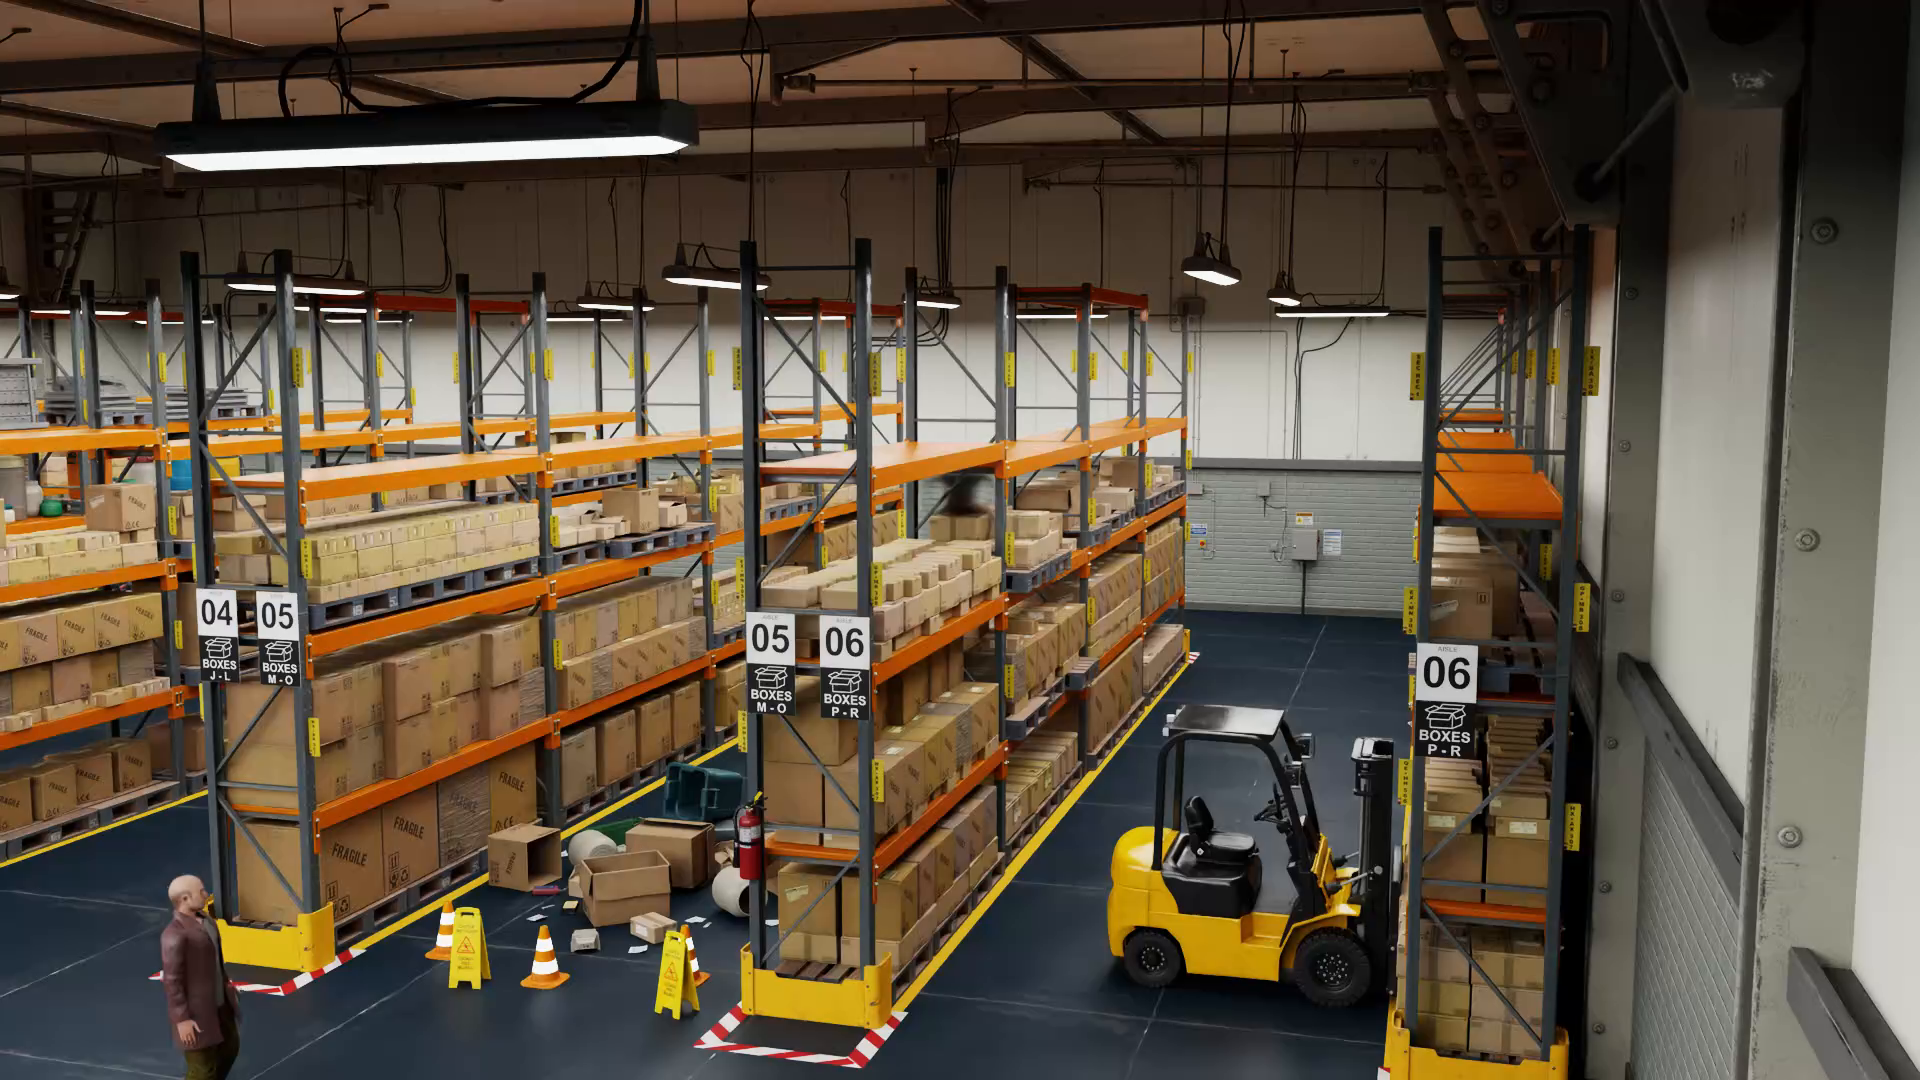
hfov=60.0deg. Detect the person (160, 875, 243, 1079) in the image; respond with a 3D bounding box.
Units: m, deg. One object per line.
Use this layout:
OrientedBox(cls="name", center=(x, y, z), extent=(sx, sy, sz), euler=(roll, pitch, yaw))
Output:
OrientedBox(cls="person", center=(-5.003, 3.078, 10.960), extent=(0.596, 1.799, 0.661), euler=(1, 6, 5))
